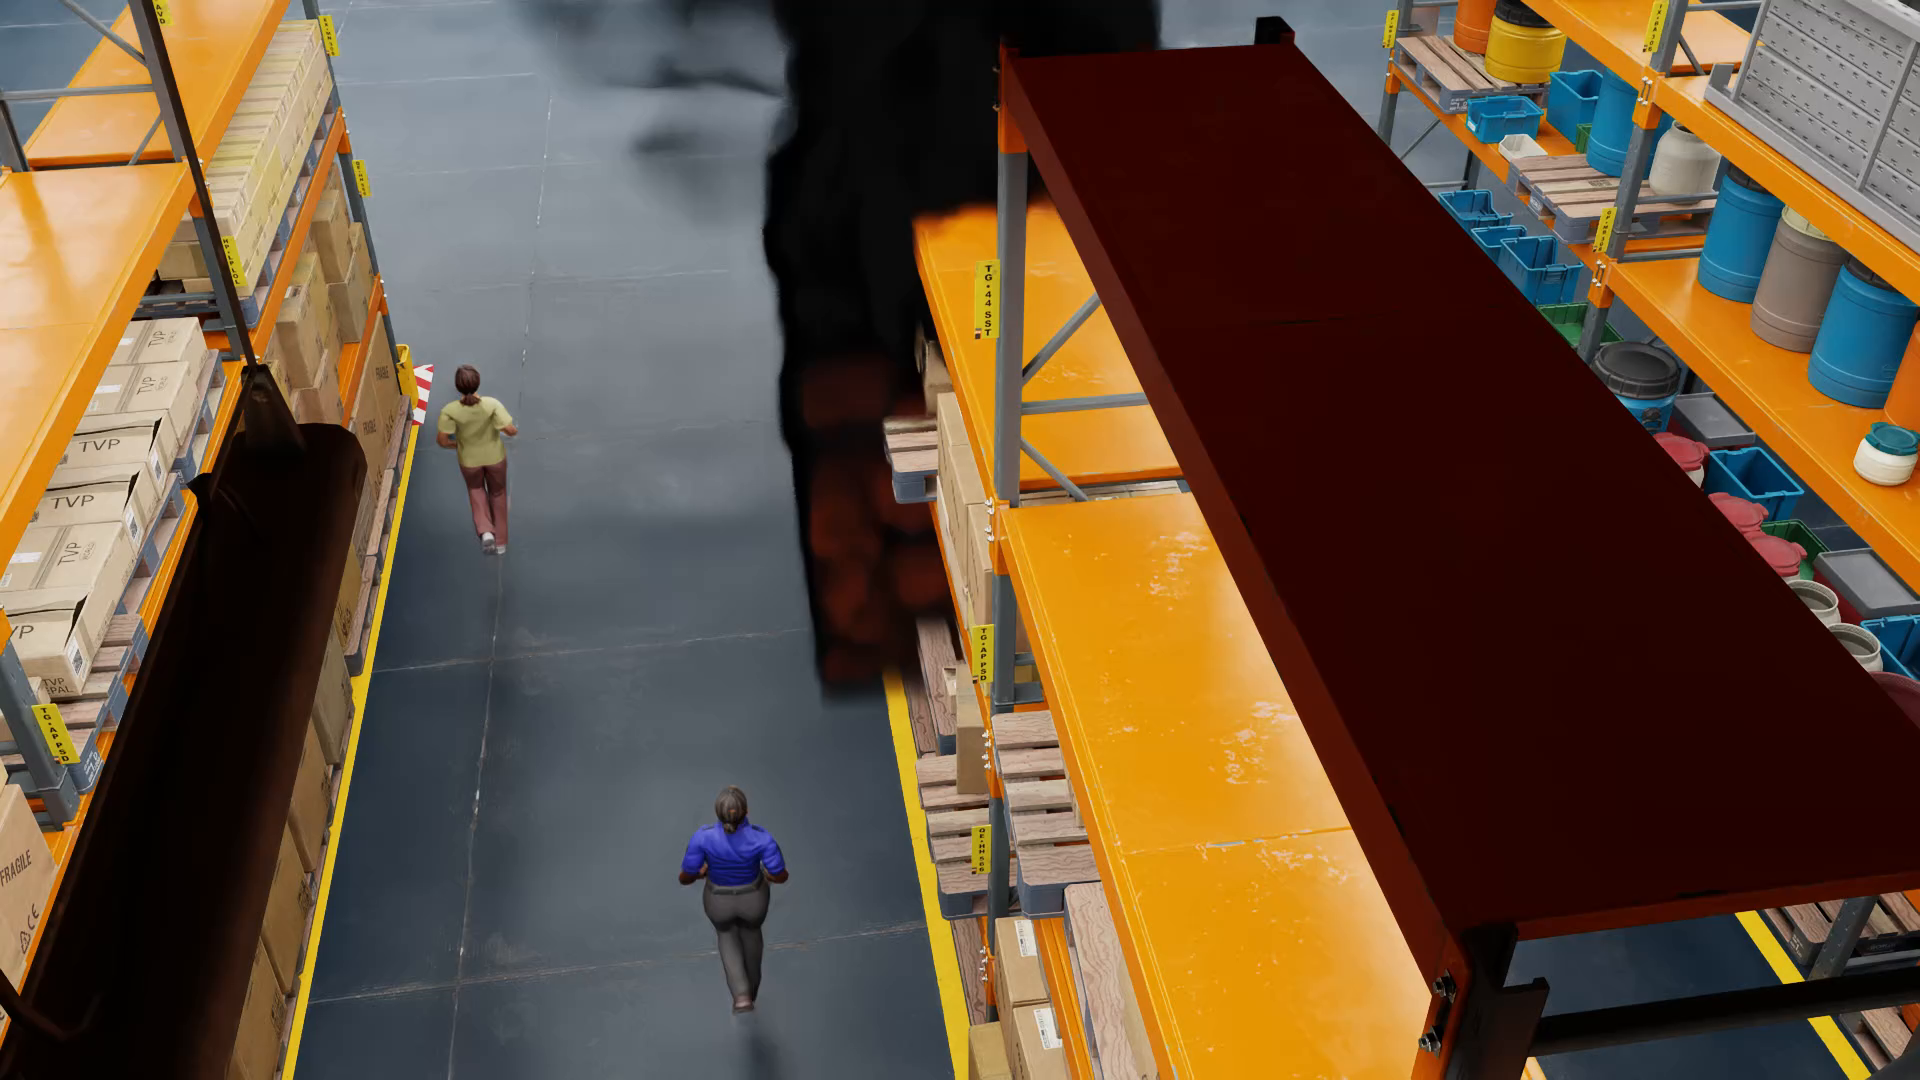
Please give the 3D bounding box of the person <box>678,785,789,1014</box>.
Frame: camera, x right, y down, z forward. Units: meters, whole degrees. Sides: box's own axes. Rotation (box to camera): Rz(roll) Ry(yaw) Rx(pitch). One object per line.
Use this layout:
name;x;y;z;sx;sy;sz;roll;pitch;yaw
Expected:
person;-1.198;1.949;8.959;0.575;1.637;0.477;-4;36;-5

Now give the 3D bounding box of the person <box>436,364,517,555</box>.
person;-3.565;-0.610;12.413;0.577;1.632;0.519;-9;37;-12
